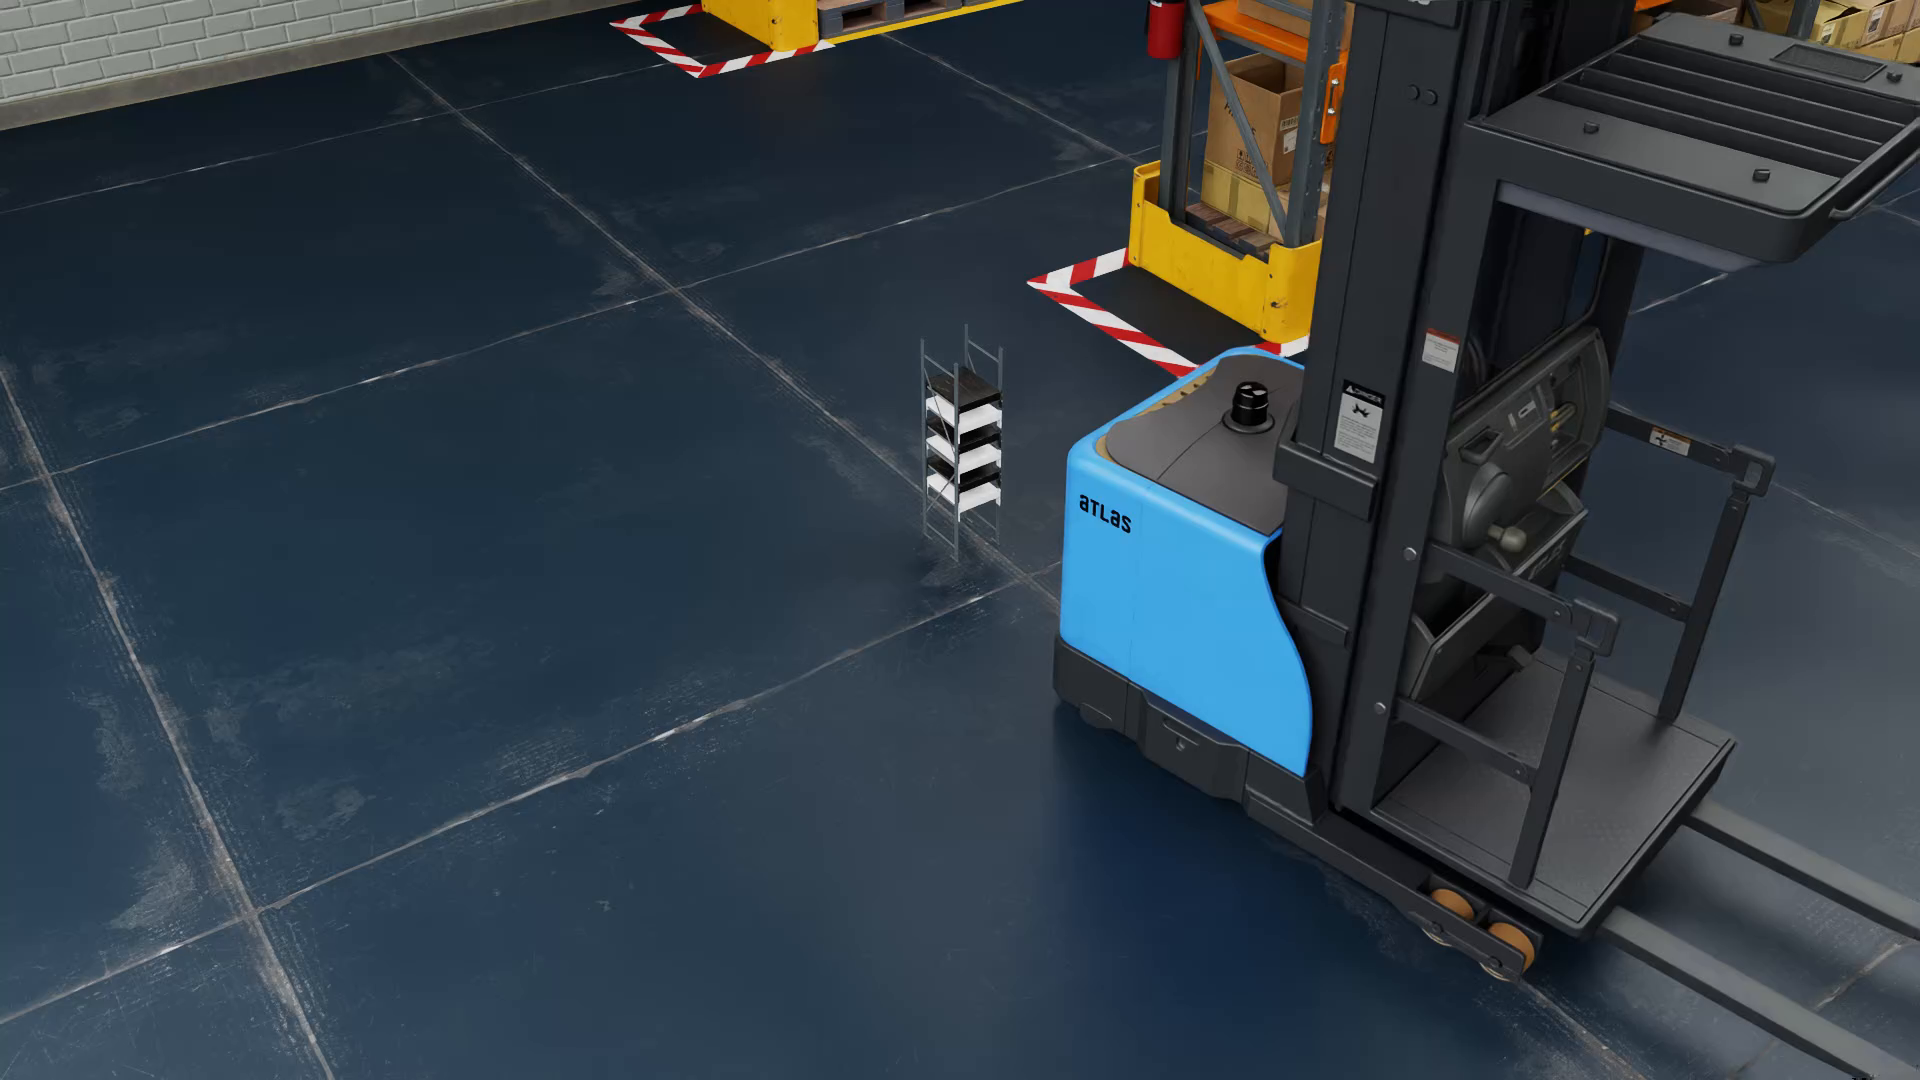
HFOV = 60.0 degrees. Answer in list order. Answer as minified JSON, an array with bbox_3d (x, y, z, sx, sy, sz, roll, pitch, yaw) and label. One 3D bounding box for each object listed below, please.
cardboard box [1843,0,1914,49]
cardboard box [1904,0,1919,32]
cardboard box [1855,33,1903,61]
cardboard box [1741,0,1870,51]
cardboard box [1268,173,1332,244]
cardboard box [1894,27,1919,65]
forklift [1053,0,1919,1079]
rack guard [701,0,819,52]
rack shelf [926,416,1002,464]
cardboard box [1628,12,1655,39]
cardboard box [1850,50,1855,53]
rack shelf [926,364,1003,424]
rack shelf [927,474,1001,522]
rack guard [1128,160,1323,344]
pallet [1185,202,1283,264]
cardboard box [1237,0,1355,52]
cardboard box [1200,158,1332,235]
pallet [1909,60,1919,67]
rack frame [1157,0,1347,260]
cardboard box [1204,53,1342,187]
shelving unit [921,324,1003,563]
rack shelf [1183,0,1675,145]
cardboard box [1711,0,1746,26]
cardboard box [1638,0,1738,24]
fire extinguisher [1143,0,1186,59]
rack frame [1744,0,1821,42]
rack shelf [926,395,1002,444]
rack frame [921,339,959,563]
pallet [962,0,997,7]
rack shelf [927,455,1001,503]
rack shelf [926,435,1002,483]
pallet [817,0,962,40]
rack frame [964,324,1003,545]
[{"bbox_3d":[5.525,-3.313,10.302,0.500,0.311,0.500,-23,42,-28],"label":"cardboard box"},{"bbox_3d":[5.948,-3.488,10.545,0.500,0.311,0.500,-24,42,-29],"label":"cardboard box"},{"bbox_3d":[5.523,-3.088,10.470,0.500,0.250,0.500,-21,41,-27],"label":"cardboard box"},{"bbox_3d":[5.113,-3.147,10.072,0.500,0.311,0.500,-22,41,-28],"label":"cardboard box"},{"bbox_3d":[1.929,-1.628,8.440,0.500,0.250,0.500,-22,41,-28],"label":"cardboard box"},{"bbox_3d":[5.945,-3.264,10.714,0.500,0.250,0.500,-24,42,-29],"label":"cardboard box"},{"bbox_3d":[1.749,-0.233,4.563,3.031,2.935,1.130,29,45,34],"label":"forklift"},{"bbox_3d":[-1.432,-3.873,11.707,0.348,0.500,1.175,-22,41,-28],"label":"rack guard"},{"bbox_3d":[0.007,-0.414,6.458,0.200,0.077,0.258,-22,41,-28],"label":"rack shelf"},{"bbox_3d":[3.557,-2.611,9.164,0.500,0.500,0.500,-22,41,-28],"label":"cardboard box"},{"bbox_3d":[5.104,-2.917,10.232,0.500,0.250,0.500,-23,42,-29],"label":"cardboard box"},{"bbox_3d":[0.007,-0.560,6.353,0.200,0.077,0.258,-22,41,-28],"label":"rack shelf"},{"bbox_3d":[0.007,-0.195,6.616,0.200,0.077,0.258,-22,41,-28],"label":"rack shelf"},{"bbox_3d":[1.343,-1.477,8.375,0.348,0.500,1.175,-22,41,-28],"label":"rack guard"},{"bbox_3d":[1.963,-1.645,8.856,1.213,0.211,1.003,-22,41,-28],"label":"pallet"},{"bbox_3d":[1.751,-2.691,7.837,0.500,0.500,0.700,-22,41,-28],"label":"cardboard box"},{"bbox_3d":[1.630,-1.875,8.784,0.500,0.250,0.500,-22,41,-28],"label":"cardboard box"},{"bbox_3d":[6.210,-3.392,11.286,1.213,0.211,1.003,-22,41,-28],"label":"pallet"},{"bbox_3d":[1.362,-2.500,7.657,0.127,3.000,1.000,-22,41,-28],"label":"rack frame"},{"bbox_3d":[1.629,-2.181,8.566,0.500,0.500,0.500,-22,41,-28],"label":"cardboard box"},{"bbox_3d":[0.007,-0.368,6.491,0.210,0.900,0.258,-22,41,-28],"label":"shelving unit"},{"bbox_3d":[2.997,-2.880,8.802,4.000,0.370,1.077,-22,41,-28],"label":"rack shelf"},{"bbox_3d":[4.798,-3.400,10.423,0.500,0.311,0.500,-22,41,-28],"label":"cardboard box"},{"bbox_3d":[3.963,-2.781,9.401,0.500,0.500,0.500,-22,41,-28],"label":"cardboard box"},{"bbox_3d":[0.998,-2.650,7.932,0.183,0.674,0.296,-22,41,-28],"label":"fire extinguisher"},{"bbox_3d":[4.632,-3.845,9.527,0.127,3.000,1.000,-22,41,-28],"label":"rack frame"},{"bbox_3d":[0.007,-0.487,6.405,0.200,0.077,0.258,-22,41,-28],"label":"rack shelf"},{"bbox_3d":[-0.076,-0.334,6.443,0.006,0.900,0.240,-22,41,-28],"label":"rack frame"},{"bbox_3d":[0.248,-4.420,12.715,1.213,0.211,1.003,-22,41,-28],"label":"pallet"},{"bbox_3d":[0.007,-0.268,6.563,0.200,0.077,0.258,-22,41,-28],"label":"rack shelf"},{"bbox_3d":[0.007,-0.341,6.511,0.200,0.077,0.258,-22,41,-28],"label":"rack shelf"},{"bbox_3d":[-0.748,-4.013,12.148,1.213,0.211,1.003,-22,41,-28],"label":"pallet"},{"bbox_3d":[0.090,-0.402,6.539,0.006,0.900,0.240,-22,41,-28],"label":"rack frame"}]
